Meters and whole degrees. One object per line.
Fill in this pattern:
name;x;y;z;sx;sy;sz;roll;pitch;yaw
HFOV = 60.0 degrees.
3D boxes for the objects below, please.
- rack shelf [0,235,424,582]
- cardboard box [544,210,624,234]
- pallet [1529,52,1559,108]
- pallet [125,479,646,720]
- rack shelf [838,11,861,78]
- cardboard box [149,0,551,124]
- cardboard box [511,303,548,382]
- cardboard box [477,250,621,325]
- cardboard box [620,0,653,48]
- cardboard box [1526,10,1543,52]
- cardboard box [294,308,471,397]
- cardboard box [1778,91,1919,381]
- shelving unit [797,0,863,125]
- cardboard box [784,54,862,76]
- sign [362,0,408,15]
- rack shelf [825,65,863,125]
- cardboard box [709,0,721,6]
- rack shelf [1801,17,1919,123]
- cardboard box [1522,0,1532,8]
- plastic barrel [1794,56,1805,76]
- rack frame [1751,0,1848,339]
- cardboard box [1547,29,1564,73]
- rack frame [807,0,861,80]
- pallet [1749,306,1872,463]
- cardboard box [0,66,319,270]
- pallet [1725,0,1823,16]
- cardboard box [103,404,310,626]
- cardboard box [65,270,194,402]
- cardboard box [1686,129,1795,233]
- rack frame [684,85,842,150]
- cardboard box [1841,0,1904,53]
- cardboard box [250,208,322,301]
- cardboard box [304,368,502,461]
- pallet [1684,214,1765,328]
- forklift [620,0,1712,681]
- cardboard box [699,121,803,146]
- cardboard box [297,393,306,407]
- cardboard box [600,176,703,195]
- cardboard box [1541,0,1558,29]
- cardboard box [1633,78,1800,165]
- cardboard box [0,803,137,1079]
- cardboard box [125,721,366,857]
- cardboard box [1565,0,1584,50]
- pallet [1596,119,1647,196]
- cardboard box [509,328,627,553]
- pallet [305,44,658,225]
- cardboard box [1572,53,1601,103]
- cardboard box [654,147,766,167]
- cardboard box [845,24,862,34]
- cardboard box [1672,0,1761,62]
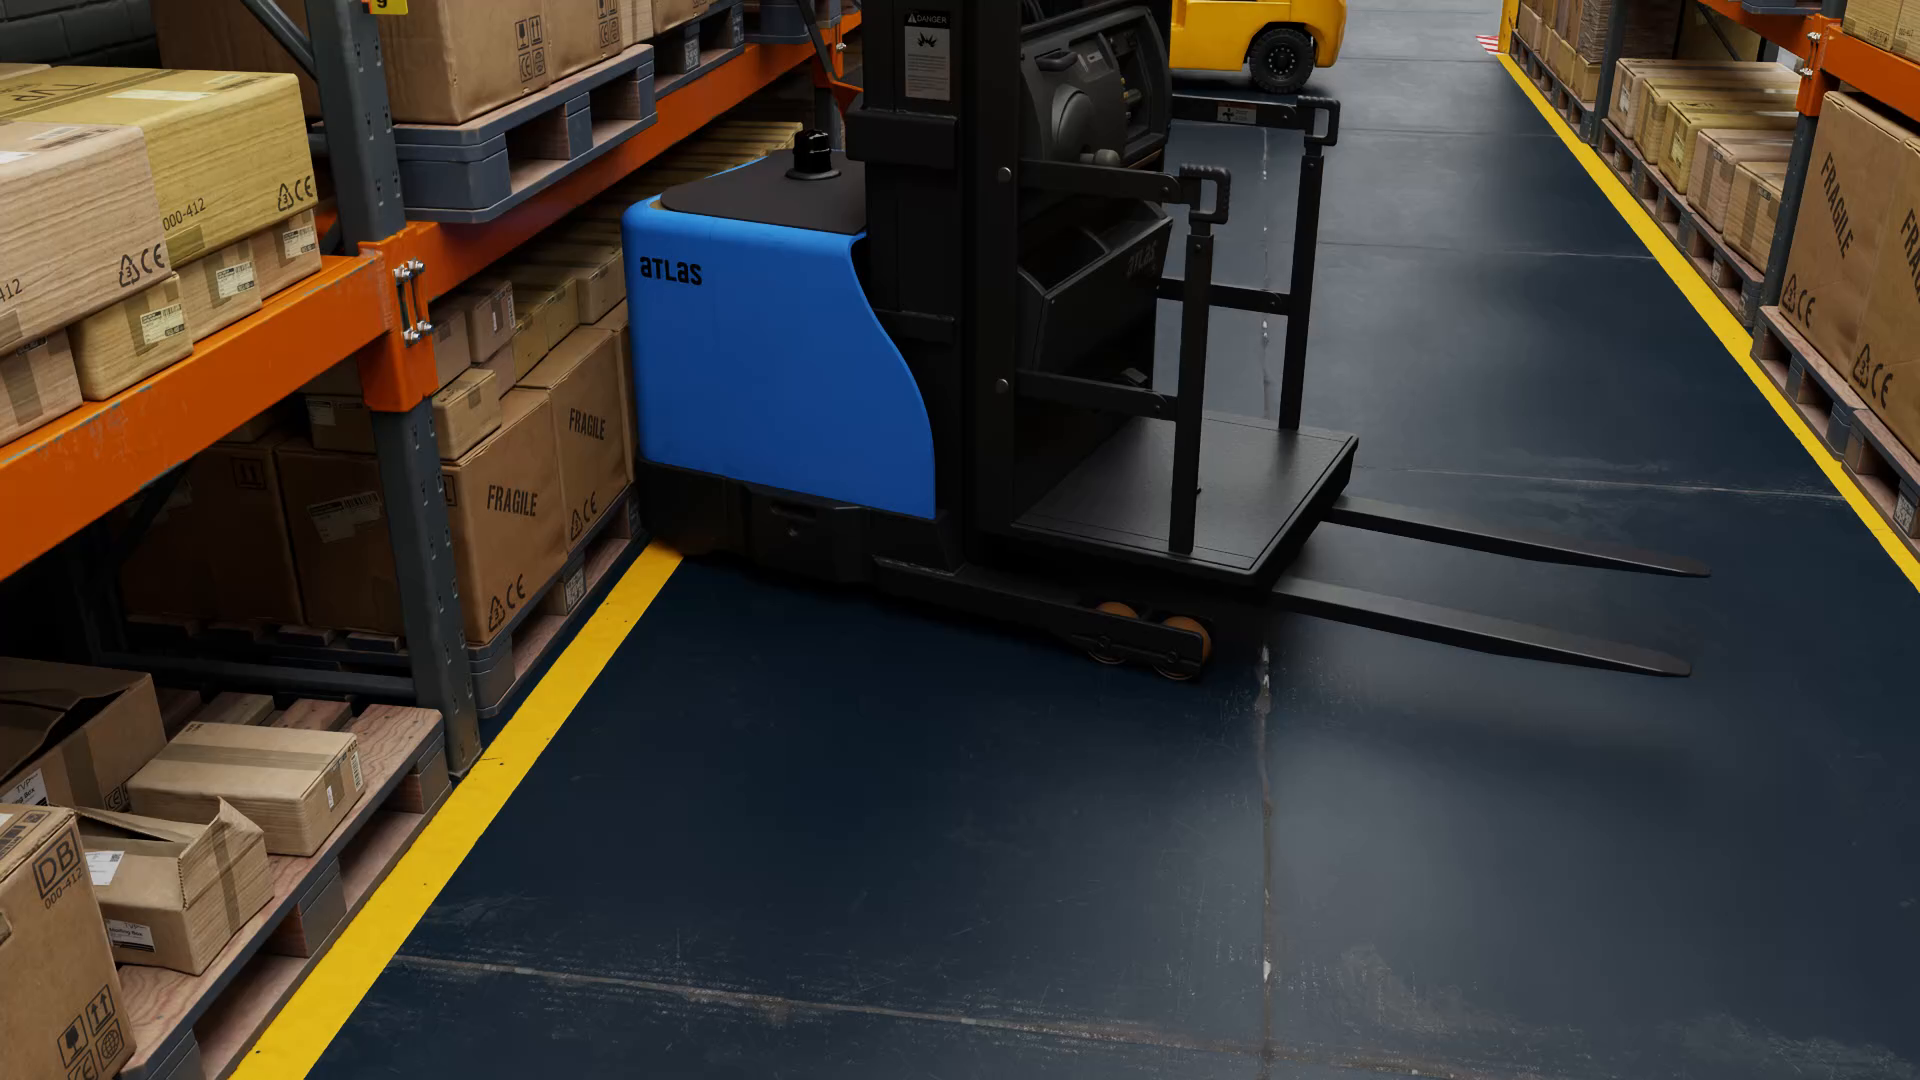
rack shelf;-2.011;0.324;1.867;1.077;0.370;4.000;4;25;9
cardboard box;-1.196;-0.987;5.508;0.380;0.149;0.250;4;25;9
pallet;4.793;-3.373;12.208;1.003;0.211;1.213;4;25;9
pallet;-1.589;0.082;4.825;1.003;0.211;1.213;4;25;9
rack shelf;-0.704;-3.021;9.015;1.077;0.370;4.000;4;25;9
cardboard box;-1.384;-1.260;3.791;0.700;0.500;0.500;5;25;10
cardboard box;-1.363;-0.551;4.576;0.380;0.149;0.250;3;25;6
cardboard box;-1.254;-0.768;5.041;0.380;0.149;0.250;4;25;8
cardboard box;-1.079;-1.522;4.626;0.396;0.266;0.258;5;26;11
cardboard box;4.679;-3.928;12.852;0.500;0.250;0.500;5;26;10
cardboard box;-1.423;-0.460;4.032;0.380;0.149;0.250;4;25;8
cardboard box;3.672;-1.113;6.101;0.875;0.875;0.875;4;25;8
shelving unit;-0.115;-1.508;5.962;0.431;2.100;0.503;-36;37;-18
cardboard box;-0.816;-2.159;8.630;0.875;0.625;0.625;5;26;10
sign;-1.148;-1.196;3.245;0.100;0.325;0.005;4;25;9
rack shelf;-0.110;-1.498;5.970;0.431;0.518;0.480;-36;37;-18
cardboard box;-1.115;-2.052;5.479;0.797;0.503;0.637;3;25;7
rack shelf;3.540;-1.006;4.710;1.077;0.370;4.000;4;25;9
cardboard box;4.767;-4.471;13.126;0.500;0.500;0.500;3;25;7
plastic barrel;6.331;-3.379;11.969;0.421;0.421;0.512;-20;32;-36
rack frame;3.867;-2.168;6.344;1.000;3.000;0.127;4;25;9
cardboard box;4.517;-3.488;11.911;0.500;0.250;0.500;4;25;9
rack frame;-0.250;-1.593;6.146;0.400;2.100;0.015;-36;37;-18
pallet;3.664;-0.581;6.242;1.003;0.211;1.213;4;25;9
cardboard box;-1.527;-0.675;2.979;0.500;0.250;0.500;5;25;10
pallet;3.879;-2.387;7.037;1.213;0.211;1.003;4;25;9
cardboard box;-1.896;-0.122;4.425;0.500;0.500;0.500;4;25;8
cardboard box;-1.527;-0.352;2.761;0.380;0.149;0.250;5;25;10
cardboard box;4.082;-1.713;7.976;0.950;0.372;0.625;4;25;8
rack frame;-1.030;-2.511;7.076;1.000;3.000;0.127;4;25;9
cardboard box;3.539;-1.913;5.976;0.500;0.250;0.500;4;25;8
cardboard box;-1.487;-0.573;3.233;0.380;0.149;0.250;4;25;9
cardboard box;-1.363;-0.321;4.086;0.380;0.149;0.250;5;26;11
pallet;3.996;-1.232;7.633;1.003;0.211;1.213;4;25;9
forklift;0.558;-1.210;4.377;3.031;2.935;1.130;12;28;24
cardboard box;-0.861;-1.639;6.900;0.380;0.149;0.250;3;25;6
cardboard box;-1.871;-0.474;4.412;0.380;0.149;0.250;4;25;9
cardboard box;-1.090;-1.204;5.971;0.380;0.149;0.250;4;25;8
cardboard box;4.595;-4.042;12.211;0.500;0.500;0.500;5;25;10
cardboard box;4.323;-2.321;9.275;0.950;0.372;0.625;6;26;12
cardboard box;-1.797;0.739;2.587;0.700;0.500;0.500;3;25;7
cardboard box;-1.485;0.517;3.476;0.380;0.149;0.250;3;25;7
cardboard box;4.434;-3.605;11.276;0.500;0.500;0.500;4;25;9
pallet;4.395;-2.253;9.814;1.003;0.211;1.213;4;25;9
cardboard box;-1.306;-0.306;4.819;0.500;0.500;0.500;4;25;8
pallet;-1.446;-1.078;4.240;1.003;0.211;1.213;4;25;9
cardboard box;4.352;-3.052;10.980;0.500;0.250;0.500;5;26;11
cardboard box;-0.962;-1.415;6.423;0.380;0.149;0.250;3;25;7
cardboard box;-0.585;-2.755;9.904;0.875;0.625;0.625;4;25;8
cardboard box;4.884;-3.354;10.740;0.500;0.500;0.500;5;26;11
